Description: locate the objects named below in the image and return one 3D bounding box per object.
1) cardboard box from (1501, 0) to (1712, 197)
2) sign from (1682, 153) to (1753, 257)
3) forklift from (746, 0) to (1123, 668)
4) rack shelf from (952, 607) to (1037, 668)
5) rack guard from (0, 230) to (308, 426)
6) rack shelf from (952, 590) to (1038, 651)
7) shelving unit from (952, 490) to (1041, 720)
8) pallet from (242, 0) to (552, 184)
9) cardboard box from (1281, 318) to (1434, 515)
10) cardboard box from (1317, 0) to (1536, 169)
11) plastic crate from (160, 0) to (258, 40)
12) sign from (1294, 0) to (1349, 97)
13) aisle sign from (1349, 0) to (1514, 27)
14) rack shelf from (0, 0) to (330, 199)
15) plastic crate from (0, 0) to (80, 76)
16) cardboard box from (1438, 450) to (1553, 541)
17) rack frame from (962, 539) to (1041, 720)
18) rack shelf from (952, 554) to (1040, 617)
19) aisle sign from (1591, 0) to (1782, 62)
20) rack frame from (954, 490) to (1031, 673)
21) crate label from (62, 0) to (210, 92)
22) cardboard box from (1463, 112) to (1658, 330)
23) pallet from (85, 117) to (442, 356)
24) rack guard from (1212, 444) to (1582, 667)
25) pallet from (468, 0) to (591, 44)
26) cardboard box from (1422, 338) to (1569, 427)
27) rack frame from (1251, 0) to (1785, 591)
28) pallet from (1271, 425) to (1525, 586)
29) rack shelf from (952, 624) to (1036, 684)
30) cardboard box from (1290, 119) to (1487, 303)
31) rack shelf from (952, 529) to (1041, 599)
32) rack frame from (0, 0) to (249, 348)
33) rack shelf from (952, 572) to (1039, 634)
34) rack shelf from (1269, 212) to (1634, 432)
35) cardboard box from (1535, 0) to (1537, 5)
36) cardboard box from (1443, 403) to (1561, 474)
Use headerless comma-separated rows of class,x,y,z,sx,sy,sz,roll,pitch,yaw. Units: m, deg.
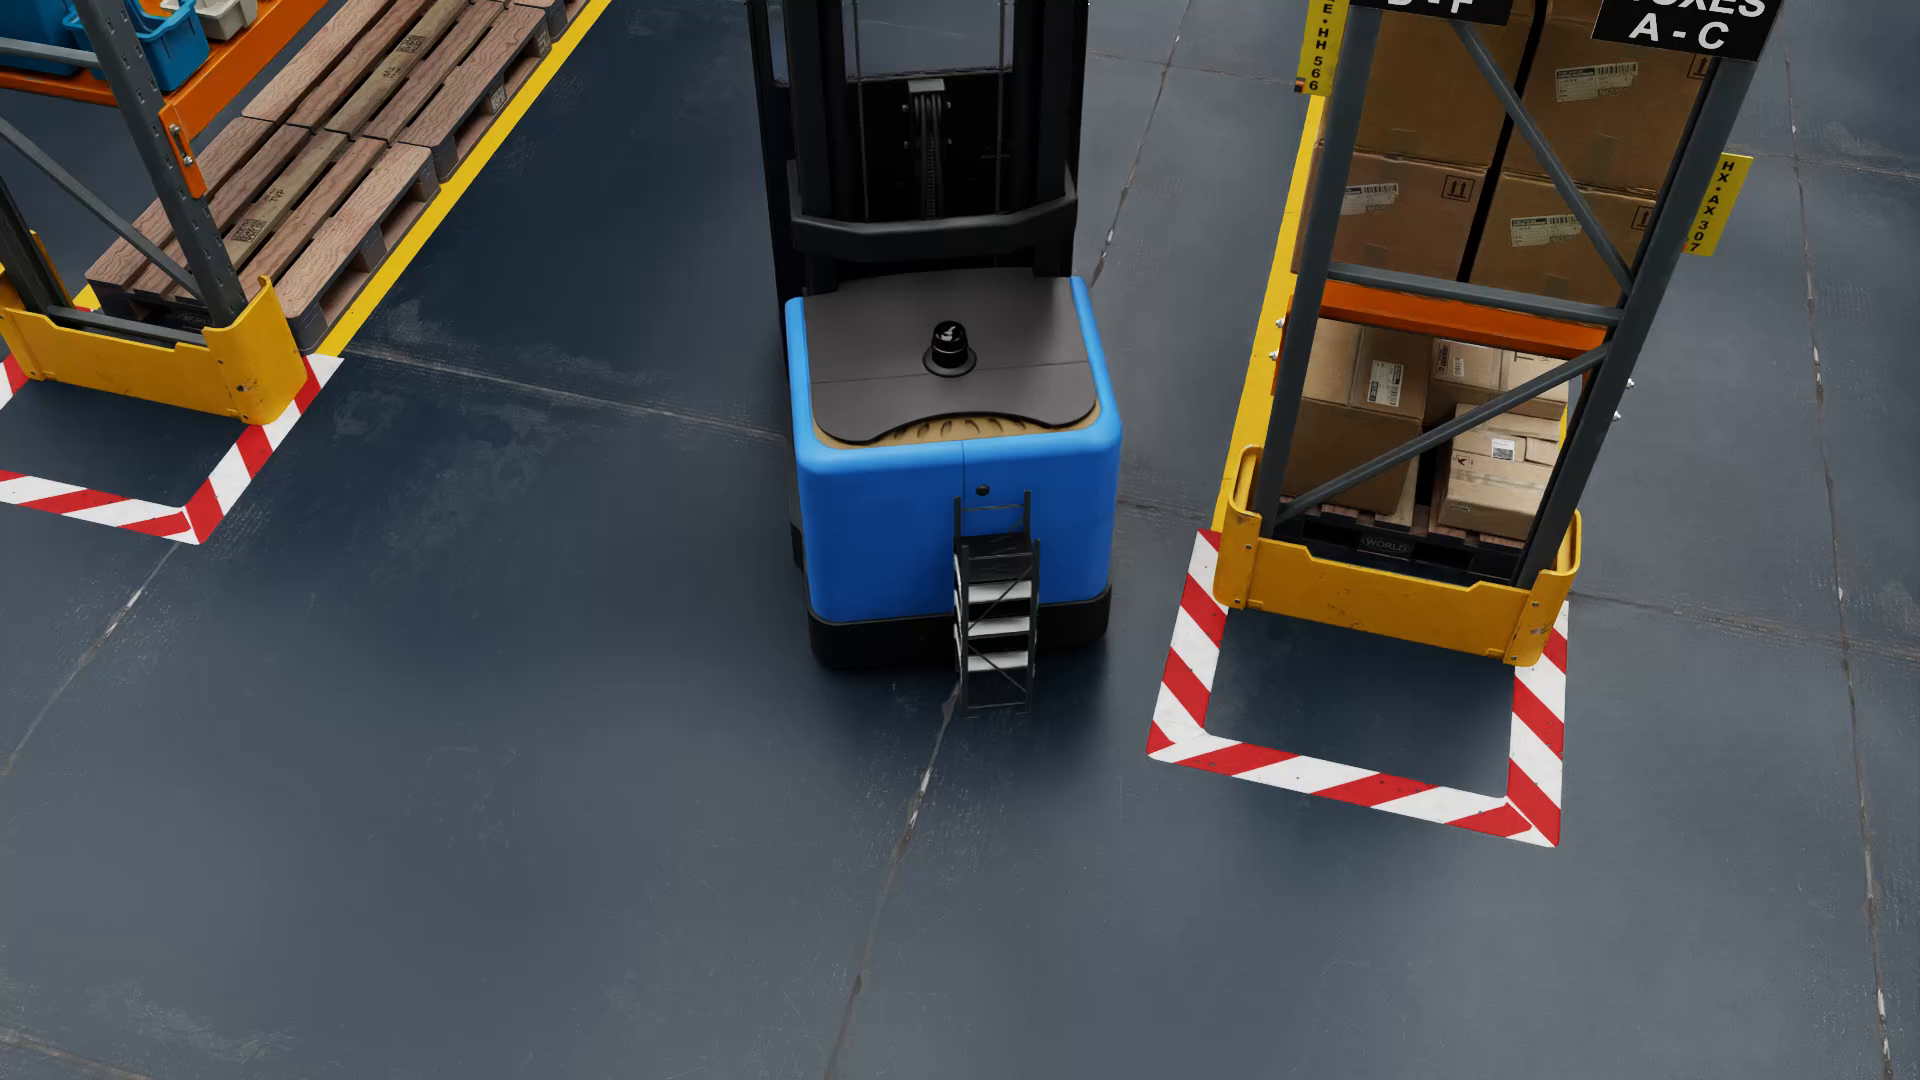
cardboard box,1.868,-1.351,4.709,0.500,0.500,0.500,13,50,11
sign,2.020,-0.898,4.465,0.100,0.325,0.005,12,50,10
forklift,-0.162,-1.642,5.745,1.130,2.935,3.031,-5,49,-4
rack shelf,0.114,0.313,5.538,0.258,0.077,0.200,-5,49,-4
rack guard,-3.275,-0.852,6.668,1.175,0.500,0.348,12,50,10
rack shelf,0.114,0.253,5.471,0.258,0.077,0.200,-5,49,-4
shelving unit,0.114,0.231,5.446,0.258,0.900,0.210,-5,49,-4
pallet,-2.703,-2.245,8.090,1.003,0.211,1.213,12,50,10
cardboard box,1.402,-0.479,6.046,0.500,0.500,0.500,12,50,10
cardboard box,1.349,-1.459,4.803,0.500,0.500,0.500,11,50,10
plastic crate,-2.734,-1.961,6.116,0.250,0.136,0.298,12,50,10
sign,0.967,-1.330,4.440,0.100,0.325,0.005,12,50,10
aisle sign,1.183,-1.590,3.919,0.394,0.787,0.004,12,50,10
rack shelf,-2.755,-2.907,7.295,1.077,0.370,4.000,12,50,10
plastic crate,-3.373,-2.009,5.959,0.616,0.435,0.499,12,50,10
cardboard box,1.939,-0.156,5.995,0.380,0.149,0.250,12,50,10
rack frame,0.126,0.307,5.379,0.240,0.900,0.006,-5,49,-4
rack shelf,0.114,0.134,5.336,0.258,0.077,0.200,-5,49,-4
aisle sign,1.762,-1.471,3.814,0.394,0.787,0.004,12,50,10
rack frame,0.102,0.155,5.513,0.240,0.900,0.006,-5,49,-4
crate label,-2.898,-1.777,5.889,0.416,0.233,0.303,12,50,10
cardboard box,1.868,-1.021,5.083,0.500,0.500,0.500,13,50,11
pallet,-3.026,-1.365,7.314,1.003,0.211,1.213,12,50,10
rack guard,1.517,0.054,5.869,1.175,0.500,0.348,12,50,10
pallet,-2.384,-3.130,8.871,1.003,0.211,1.213,12,50,10
cardboard box,2.045,-0.653,6.366,0.500,0.250,0.500,12,50,10
rack frame,1.497,-0.719,4.884,1.000,3.000,0.127,12,50,10
pallet,1.726,-0.428,6.487,1.003,0.211,1.213,12,50,10
rack shelf,0.114,0.372,5.606,0.258,0.077,0.200,-5,49,-4
cardboard box,1.352,-1.129,5.179,0.500,0.500,0.500,13,50,11
rack shelf,0.114,0.074,5.269,0.258,0.077,0.200,-5,49,-4
rack frame,-3.281,-1.699,5.749,1.000,3.000,0.127,12,50,10
rack shelf,0.114,0.193,5.404,0.258,0.077,0.200,-5,49,-4
rack shelf,2.023,-1.927,6.430,1.077,0.370,4.000,12,50,10
cardboard box,1.998,-1.731,5.044,0.500,0.500,0.500,12,50,10
cardboard box,2.004,-0.342,6.148,0.380,0.166,0.250,12,50,10
